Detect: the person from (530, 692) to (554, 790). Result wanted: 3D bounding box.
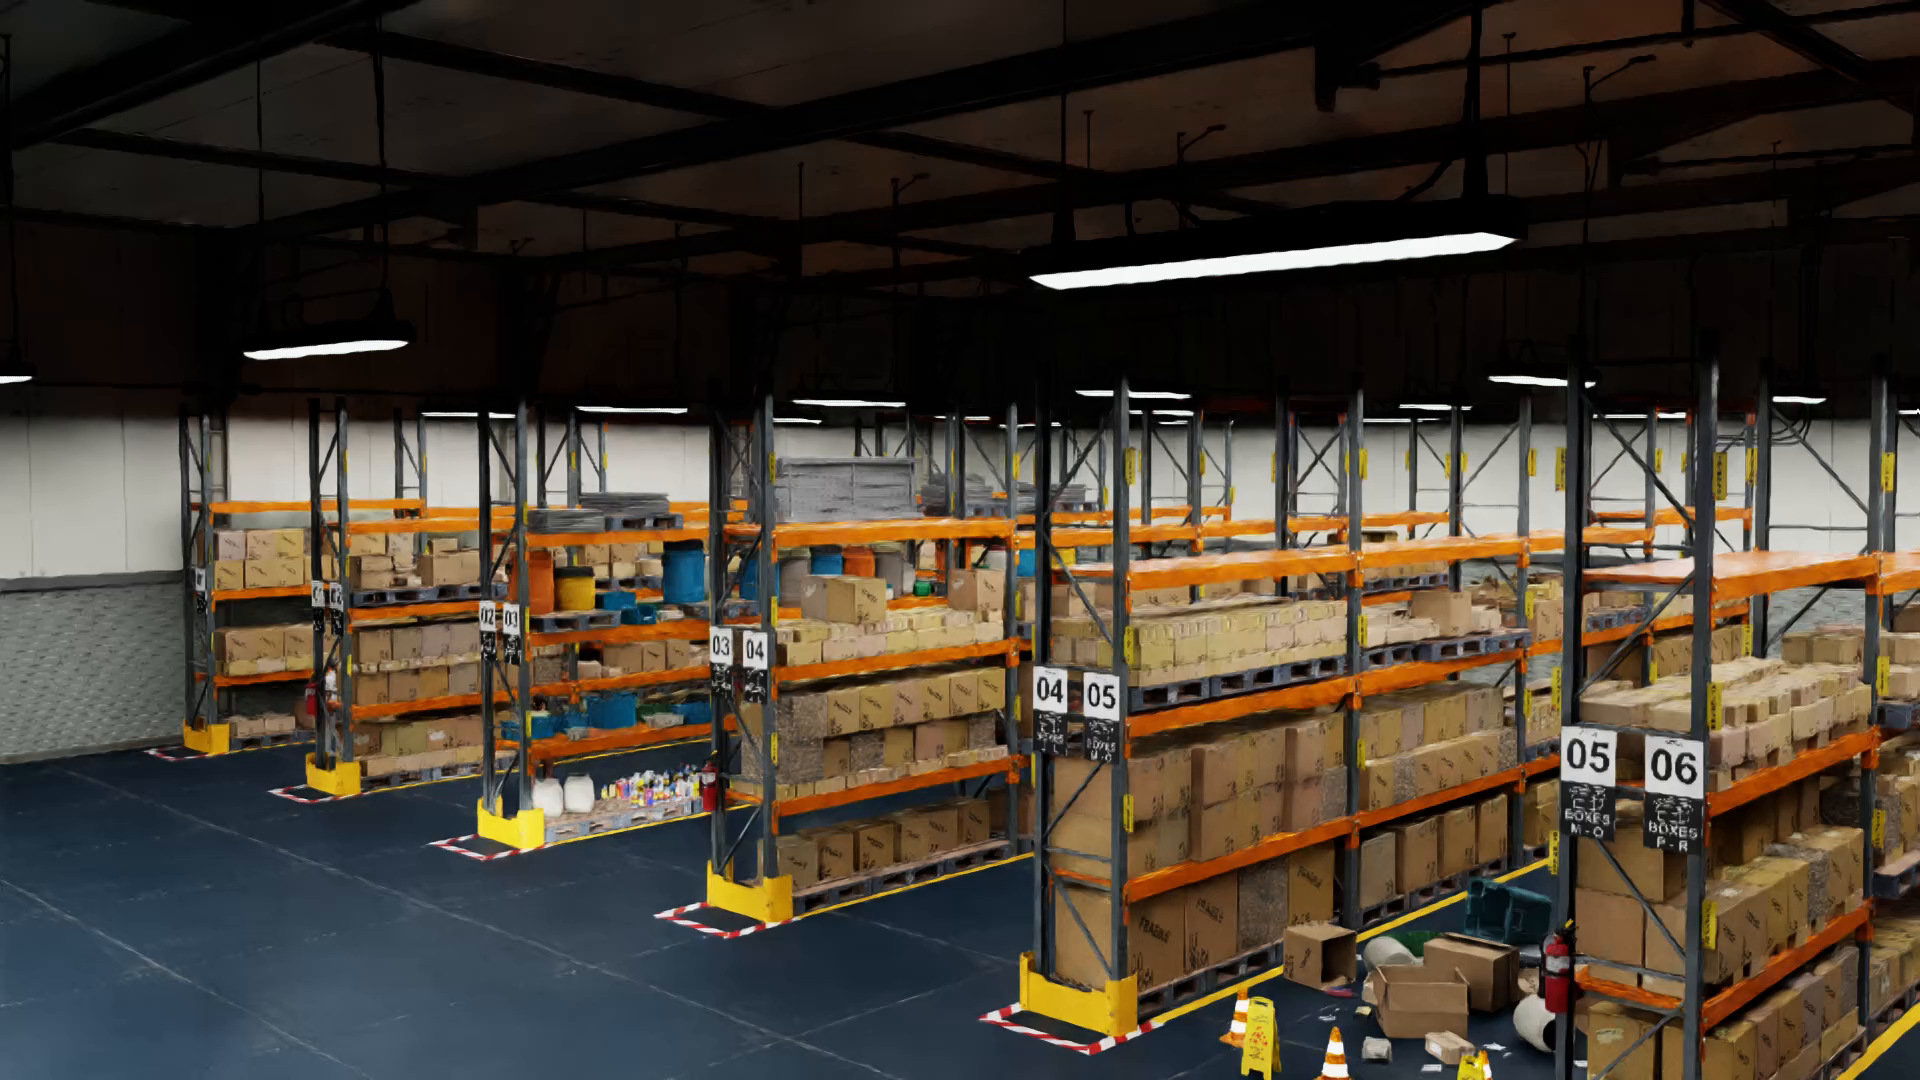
[{"bbox_3d":[-6.112,3.037,24.215,0.560,1.668,0.569,-1,3,-15],"label":"person"}]

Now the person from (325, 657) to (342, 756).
[{"bbox_3d":[-10.615,2.820,28.423,0.417,1.677,0.502,1,3,15],"label":"person"}]
